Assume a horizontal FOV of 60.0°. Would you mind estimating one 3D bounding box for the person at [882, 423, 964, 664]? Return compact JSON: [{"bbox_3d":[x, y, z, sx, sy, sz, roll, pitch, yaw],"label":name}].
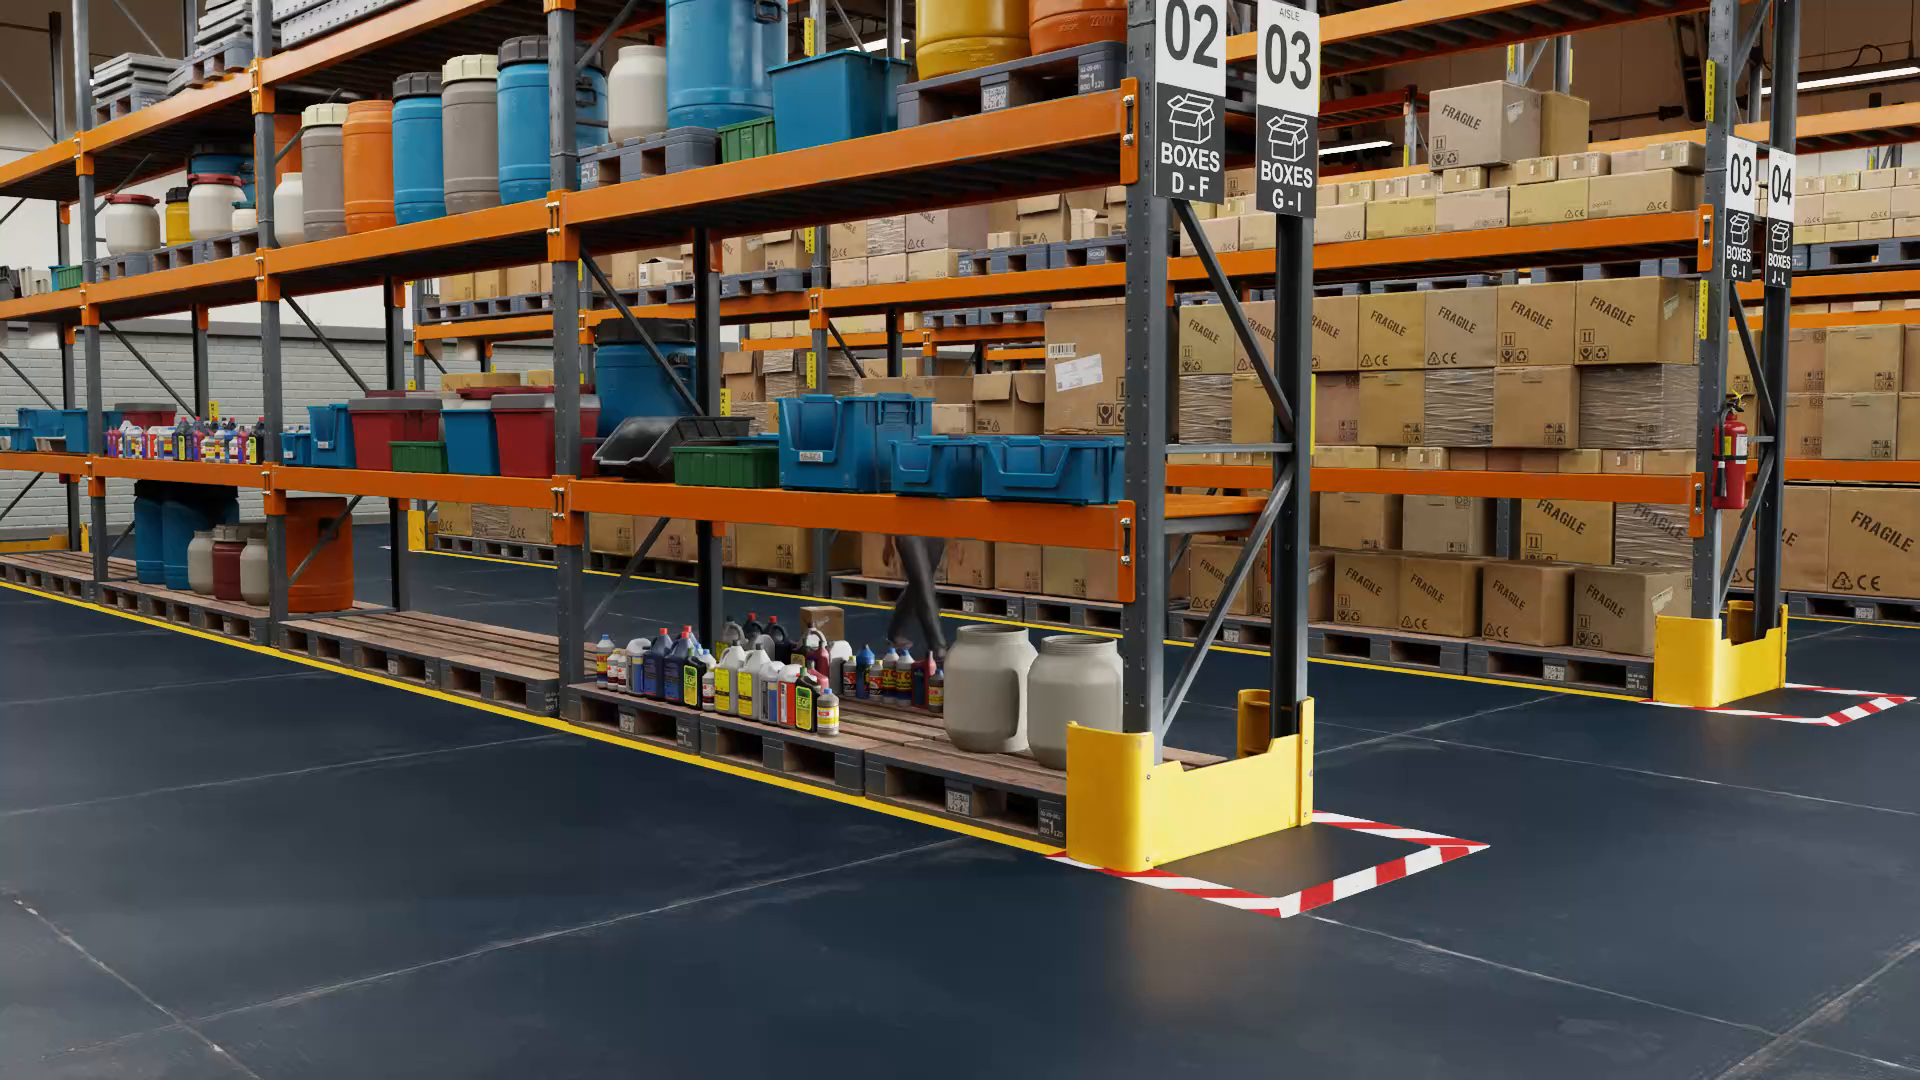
[{"bbox_3d":[-0.228,0.000,11.134,0.476,1.587,1.030,-3,5,-34],"label":"person"}]
